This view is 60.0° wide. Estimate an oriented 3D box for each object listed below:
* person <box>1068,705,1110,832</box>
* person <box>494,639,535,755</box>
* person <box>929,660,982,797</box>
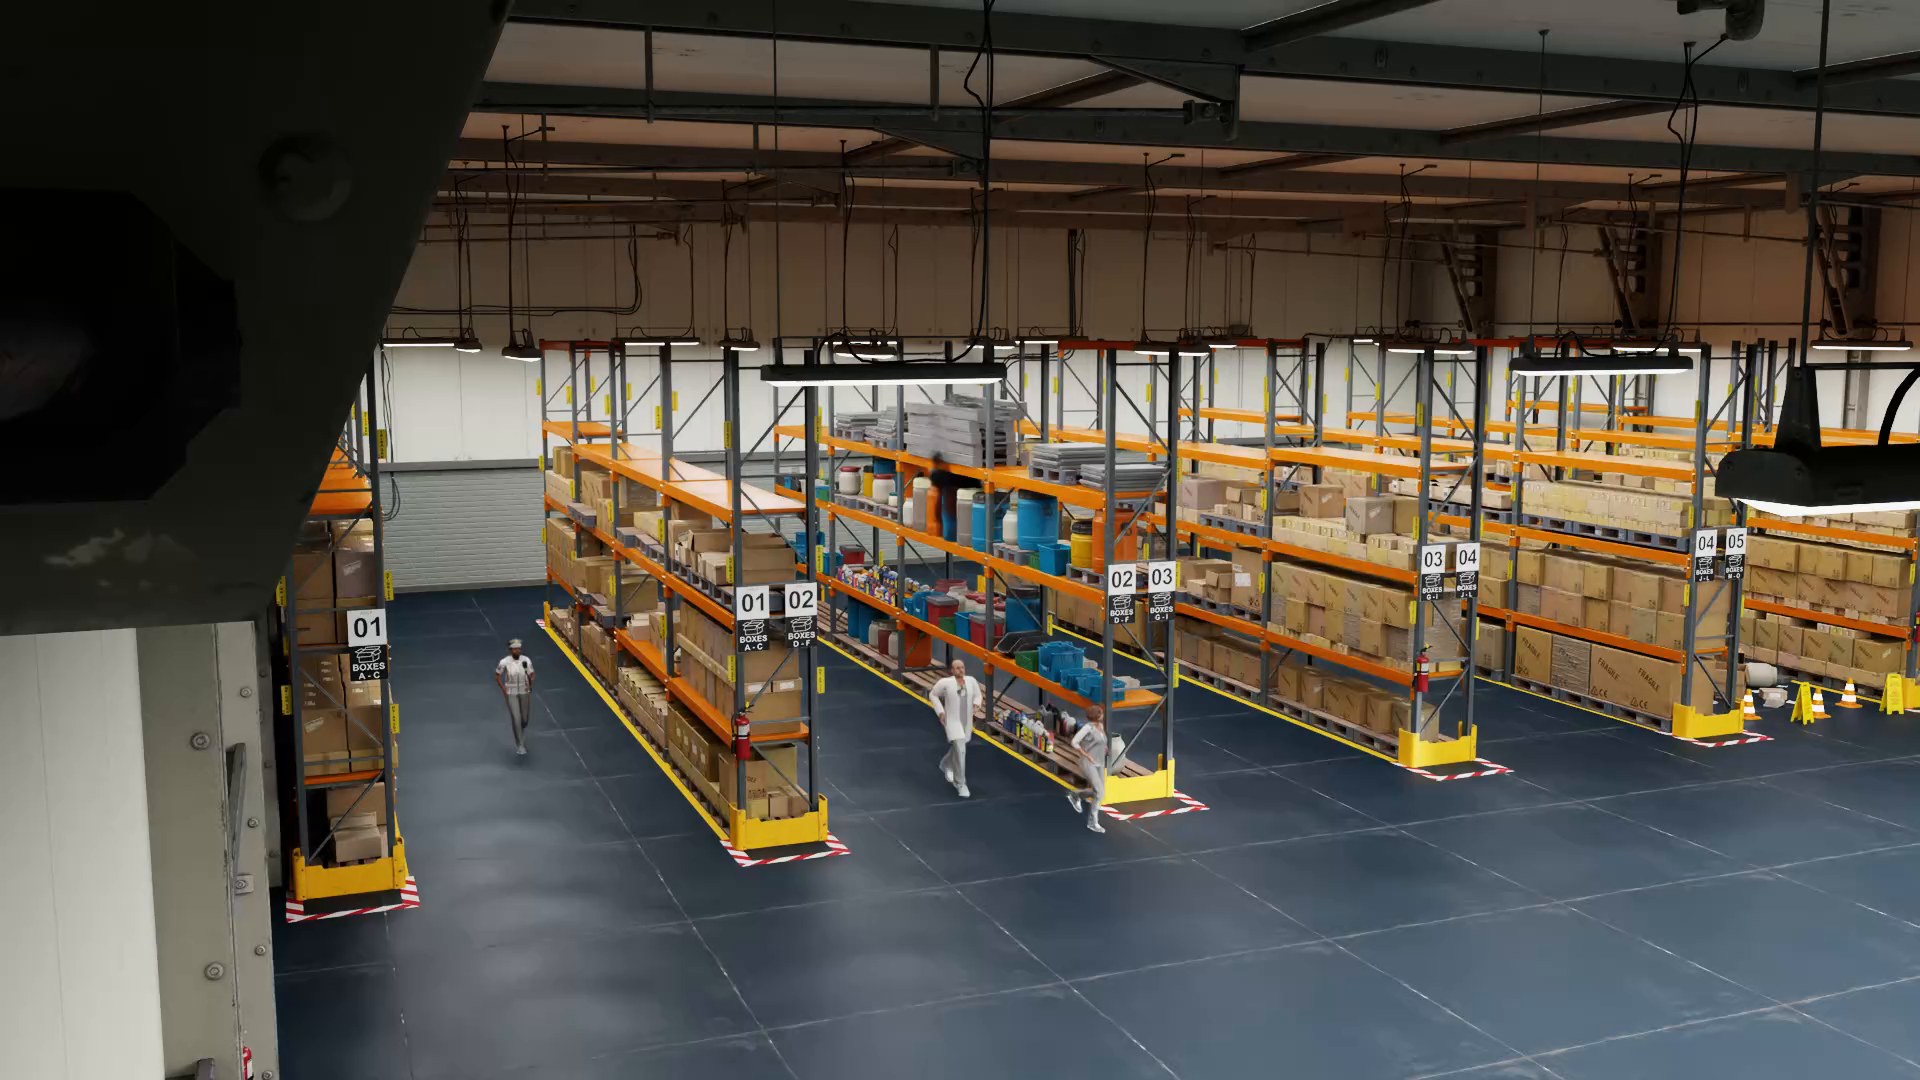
[{"bbox_3d":[1.657,2.859,21.087,0.698,1.555,0.568,5,9,36],"label":"person"},{"bbox_3d":[-6.612,2.290,24.761,0.585,1.695,0.727,-4,8,-27],"label":"person"},{"bbox_3d":[-0.028,2.511,22.626,0.695,1.829,0.852,-4,9,-30],"label":"person"}]
